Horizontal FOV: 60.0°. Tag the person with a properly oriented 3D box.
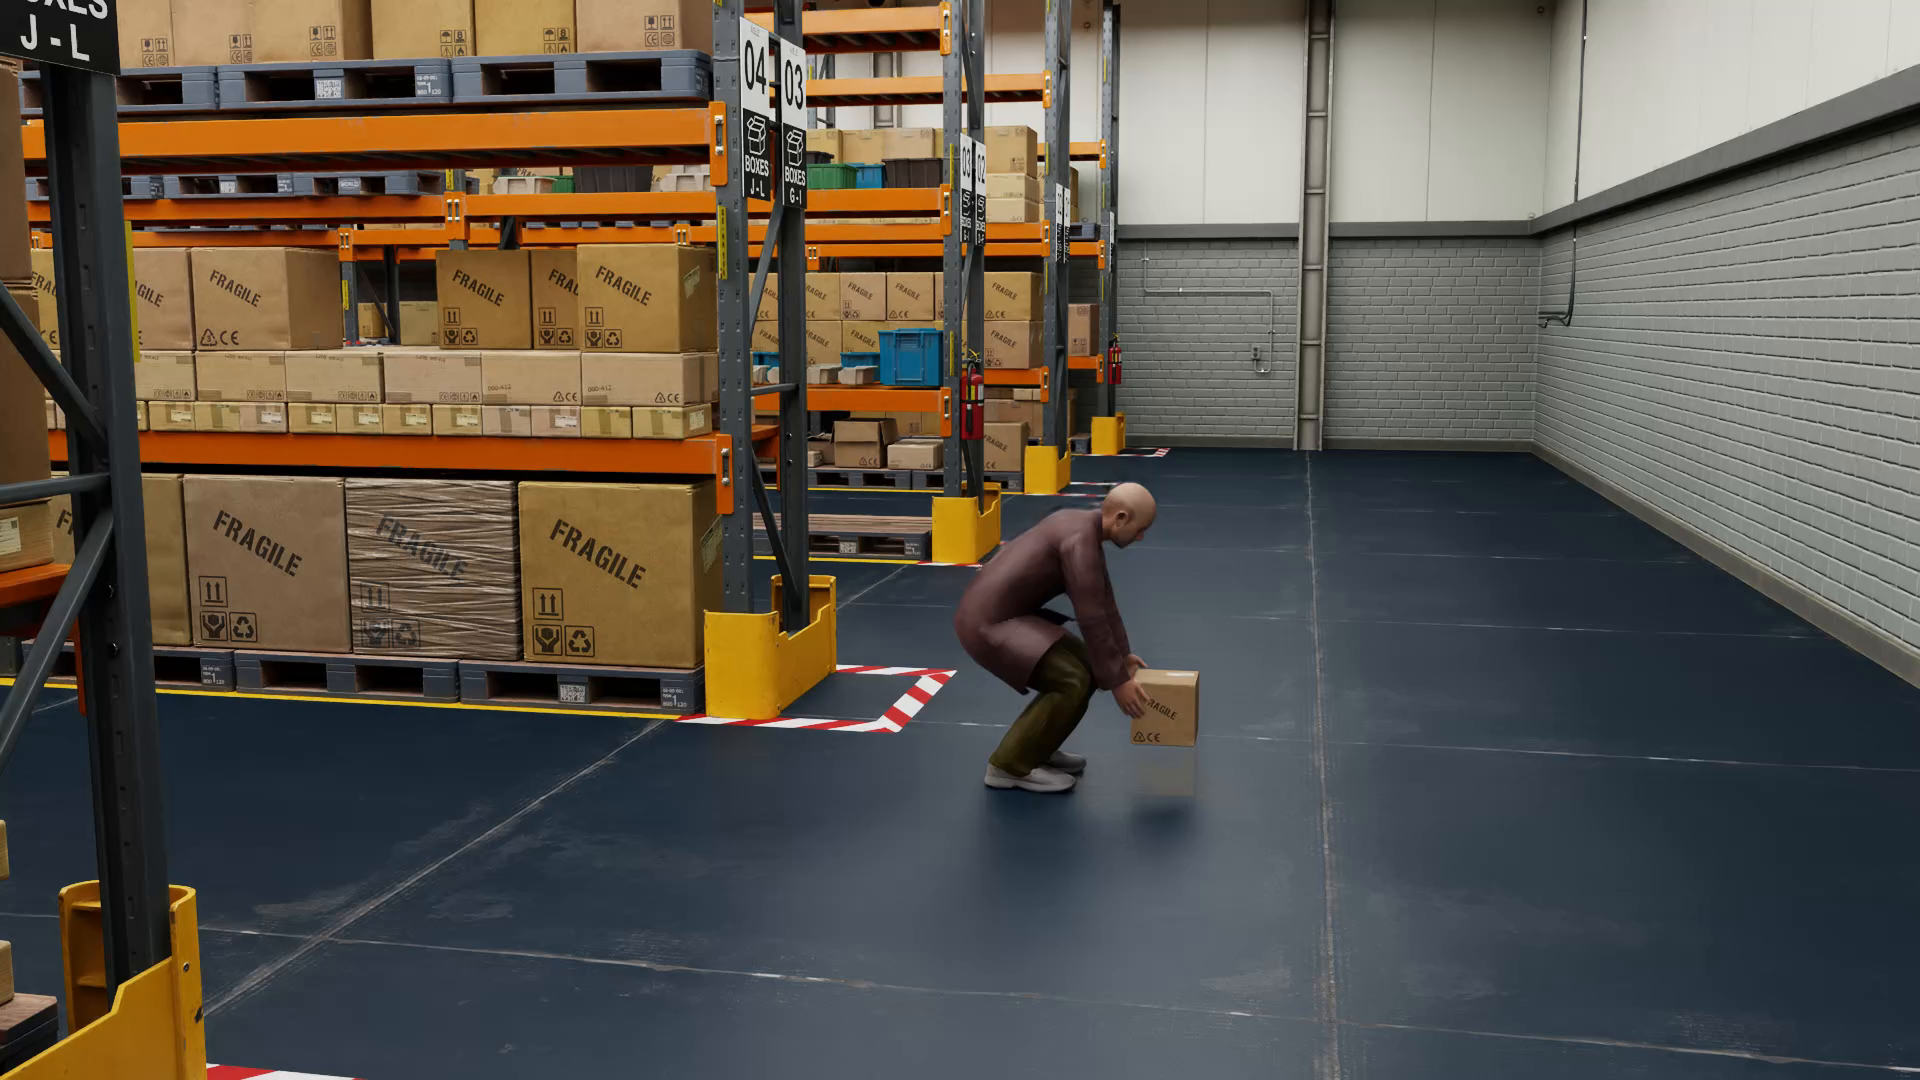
[{"bbox_3d":[0.381,0.375,6.710,0.809,1.215,0.628,2,8,11],"label":"person"}]
